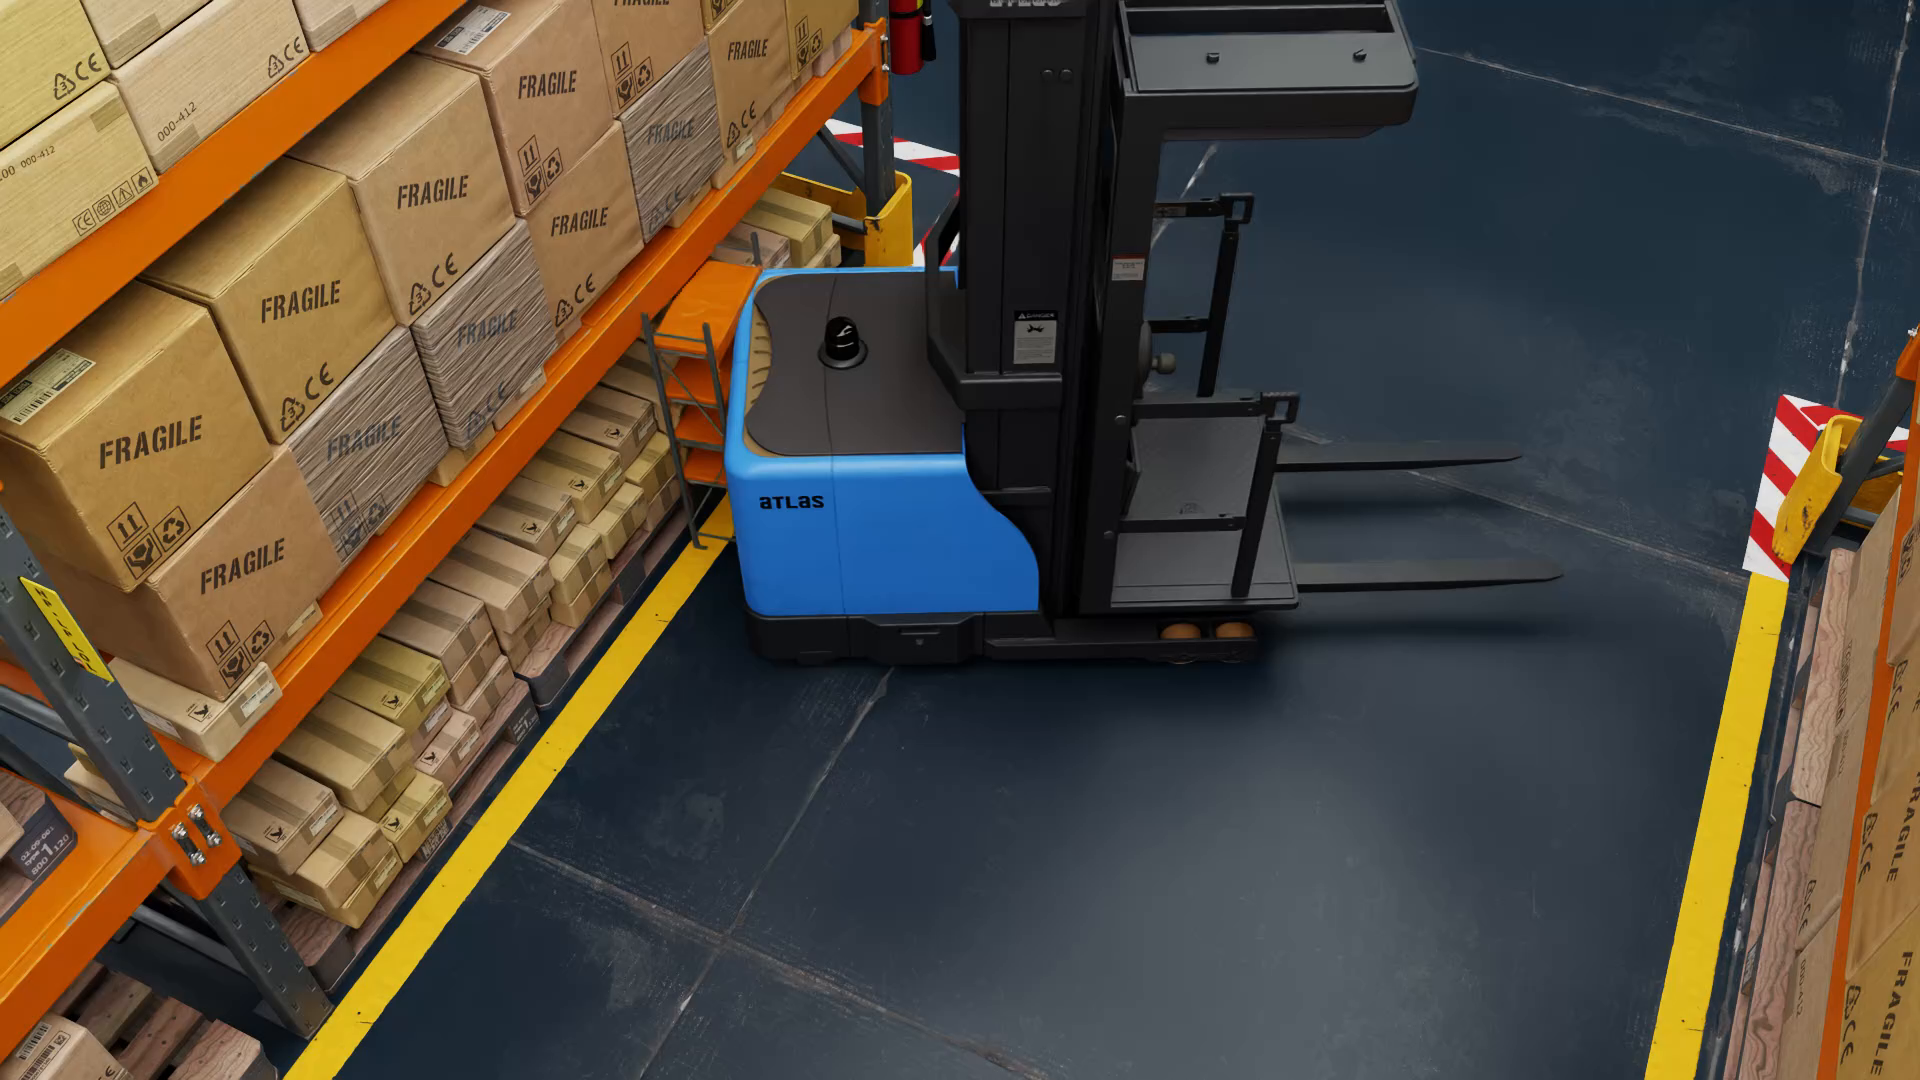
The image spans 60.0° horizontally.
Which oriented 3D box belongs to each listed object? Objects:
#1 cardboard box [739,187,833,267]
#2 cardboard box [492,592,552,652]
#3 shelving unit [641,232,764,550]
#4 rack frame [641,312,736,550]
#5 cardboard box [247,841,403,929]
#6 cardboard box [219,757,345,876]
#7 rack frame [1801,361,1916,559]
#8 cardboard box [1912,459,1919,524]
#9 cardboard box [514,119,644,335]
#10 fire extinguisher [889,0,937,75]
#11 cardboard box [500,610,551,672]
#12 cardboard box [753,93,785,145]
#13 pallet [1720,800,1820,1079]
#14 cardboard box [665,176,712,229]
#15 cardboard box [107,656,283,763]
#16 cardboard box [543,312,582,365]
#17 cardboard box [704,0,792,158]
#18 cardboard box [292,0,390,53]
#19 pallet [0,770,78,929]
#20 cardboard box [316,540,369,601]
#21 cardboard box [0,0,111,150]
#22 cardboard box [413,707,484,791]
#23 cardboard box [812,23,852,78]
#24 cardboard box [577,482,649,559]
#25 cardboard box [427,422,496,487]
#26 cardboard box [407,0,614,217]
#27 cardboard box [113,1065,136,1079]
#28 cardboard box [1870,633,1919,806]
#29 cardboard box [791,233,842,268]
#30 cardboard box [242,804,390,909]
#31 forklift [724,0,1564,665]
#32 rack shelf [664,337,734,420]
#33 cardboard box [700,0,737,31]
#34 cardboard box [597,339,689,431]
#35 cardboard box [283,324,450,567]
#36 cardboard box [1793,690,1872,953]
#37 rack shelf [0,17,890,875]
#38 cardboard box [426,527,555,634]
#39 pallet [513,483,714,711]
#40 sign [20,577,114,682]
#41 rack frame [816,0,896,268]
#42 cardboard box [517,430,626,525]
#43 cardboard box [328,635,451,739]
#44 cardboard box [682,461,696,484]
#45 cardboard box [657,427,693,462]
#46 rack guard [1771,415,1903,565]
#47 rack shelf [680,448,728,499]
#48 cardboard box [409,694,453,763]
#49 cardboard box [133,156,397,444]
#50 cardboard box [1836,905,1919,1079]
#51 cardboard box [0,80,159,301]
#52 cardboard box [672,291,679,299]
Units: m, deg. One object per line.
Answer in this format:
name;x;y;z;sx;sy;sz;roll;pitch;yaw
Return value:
cardboard box;-0.757;-1.314;6.919;0.380;0.149;0.250;20;53;16
cardboard box;-1.669;0.194;5.831;0.380;0.149;0.250;22;53;18
shelving unit;-0.877;-0.526;6.173;0.258;1.200;0.503;10;50;11
rack frame;-0.938;-0.347;6.020;0.240;1.200;0.015;10;50;11
cardboard box;-2.022;1.040;5.307;0.380;0.149;0.250;18;52;15
cardboard box;-2.134;0.823;5.101;0.380;0.149;0.250;22;53;18
rack frame;3.759;-0.815;5.289;1.000;3.000;0.127;20;52;16
cardboard box;3.104;-0.253;4.745;0.500;0.500;0.500;19;52;16
cardboard box;-1.374;-1.047;5.225;0.500;0.500;0.500;22;53;18
fire extinguisher;-0.235;-2.234;6.792;0.296;0.674;0.183;20;52;16
cardboard box;-1.703;0.281;5.953;0.380;0.149;0.250;18;52;15
cardboard box;-0.877;-1.622;6.141;0.380;0.149;0.250;19;52;16
pallet;2.966;1.501;5.149;1.003;0.211;1.213;20;52;16
cardboard box;-1.104;-1.267;5.838;0.380;0.149;0.250;18;52;14
cardboard box;-2.051;0.391;4.428;0.380;0.149;0.250;22;53;17
cardboard box;-1.460;-0.731;5.383;0.380;0.149;0.250;22;53;17
cardboard box;-0.943;-1.739;5.814;0.500;0.500;0.500;19;52;16
cardboard box;-1.586;-1.458;3.966;0.500;0.250;0.500;22;53;18
pallet;-2.926;0.939;3.922;1.003;0.211;1.213;20;52;16
cardboard box;-1.942;-0.012;4.771;0.380;0.149;0.250;18;52;15
cardboard box;-2.046;-0.941;3.197;0.500;0.250;0.500;21;53;17
cardboard box;-1.849;0.668;5.623;0.380;0.149;0.250;20;52;16
cardboard box;-0.643;-1.958;6.427;0.380;0.149;0.250;20;52;16
cardboard box;-1.376;-0.120;6.099;0.380;0.149;0.250;20;53;16
cardboard box;-1.653;-0.349;5.058;0.380;0.149;0.250;21;53;17
cardboard box;-1.384;-1.338;4.817;0.500;0.500;0.500;18;52;15
cardboard box;-2.557;1.664;4.546;0.500;0.500;0.500;19;52;15
cardboard box;2.671;0.442;4.154;0.500;0.500;0.500;21;53;17
cardboard box;-0.727;-1.209;7.025;0.380;0.149;0.250;19;52;15
cardboard box;-2.024;0.944;5.193;0.380;0.149;0.250;22;53;18
forklift;0.717;-0.896;5.403;3.031;2.935;1.130;-1;50;-1
rack shelf;-0.881;-0.629;6.055;0.258;0.148;0.480;10;50;11
cardboard box;-0.947;-2.064;5.435;0.500;0.500;0.500;18;52;15
cardboard box;-1.144;-0.580;6.294;0.380;0.149;0.250;22;53;17
cardboard box;-1.824;-0.333;4.618;0.500;0.500;0.500;20;52;16
cardboard box;3.184;0.999;5.152;0.875;0.438;0.875;21;53;17
rack shelf;-1.614;-0.746;5.703;1.077;0.370;4.000;20;52;16
cardboard box;-1.626;0.127;5.693;0.380;0.149;0.250;21;53;17
pallet;-1.693;-0.015;6.440;1.003;0.211;1.213;20;52;16
sign;-1.965;0.201;3.664;0.100;0.325;0.005;20;52;16
rack frame;-0.759;-2.356;6.601;1.000;3.000;0.127;20;52;16
cardboard box;-1.443;-0.245;6.009;0.380;0.149;0.250;20;52;16
cardboard box;-1.899;0.463;5.407;0.380;0.149;0.250;19;52;16
cardboard box;-1.151;-0.404;6.536;0.380;0.149;0.250;18;52;14
cardboard box;-1.157;-0.489;6.413;0.380;0.149;0.250;21;53;17
rack guard;3.770;-0.022;6.255;1.175;0.500;0.348;20;52;16
rack shelf;-0.869;-0.352;6.374;0.258;0.148;0.480;10;50;11
cardboard box;-1.926;0.561;5.519;0.380;0.149;0.250;20;52;16
cardboard box;-1.848;-0.648;4.230;0.500;0.500;0.500;18;52;15
cardboard box;2.232;1.148;3.553;0.500;0.500;0.500;19;52;15
cardboard box;-2.032;-0.758;3.370;0.500;0.250;0.500;22;53;18
cardboard box;-0.912;-0.940;6.601;0.380;0.149;0.250;19;52;15
